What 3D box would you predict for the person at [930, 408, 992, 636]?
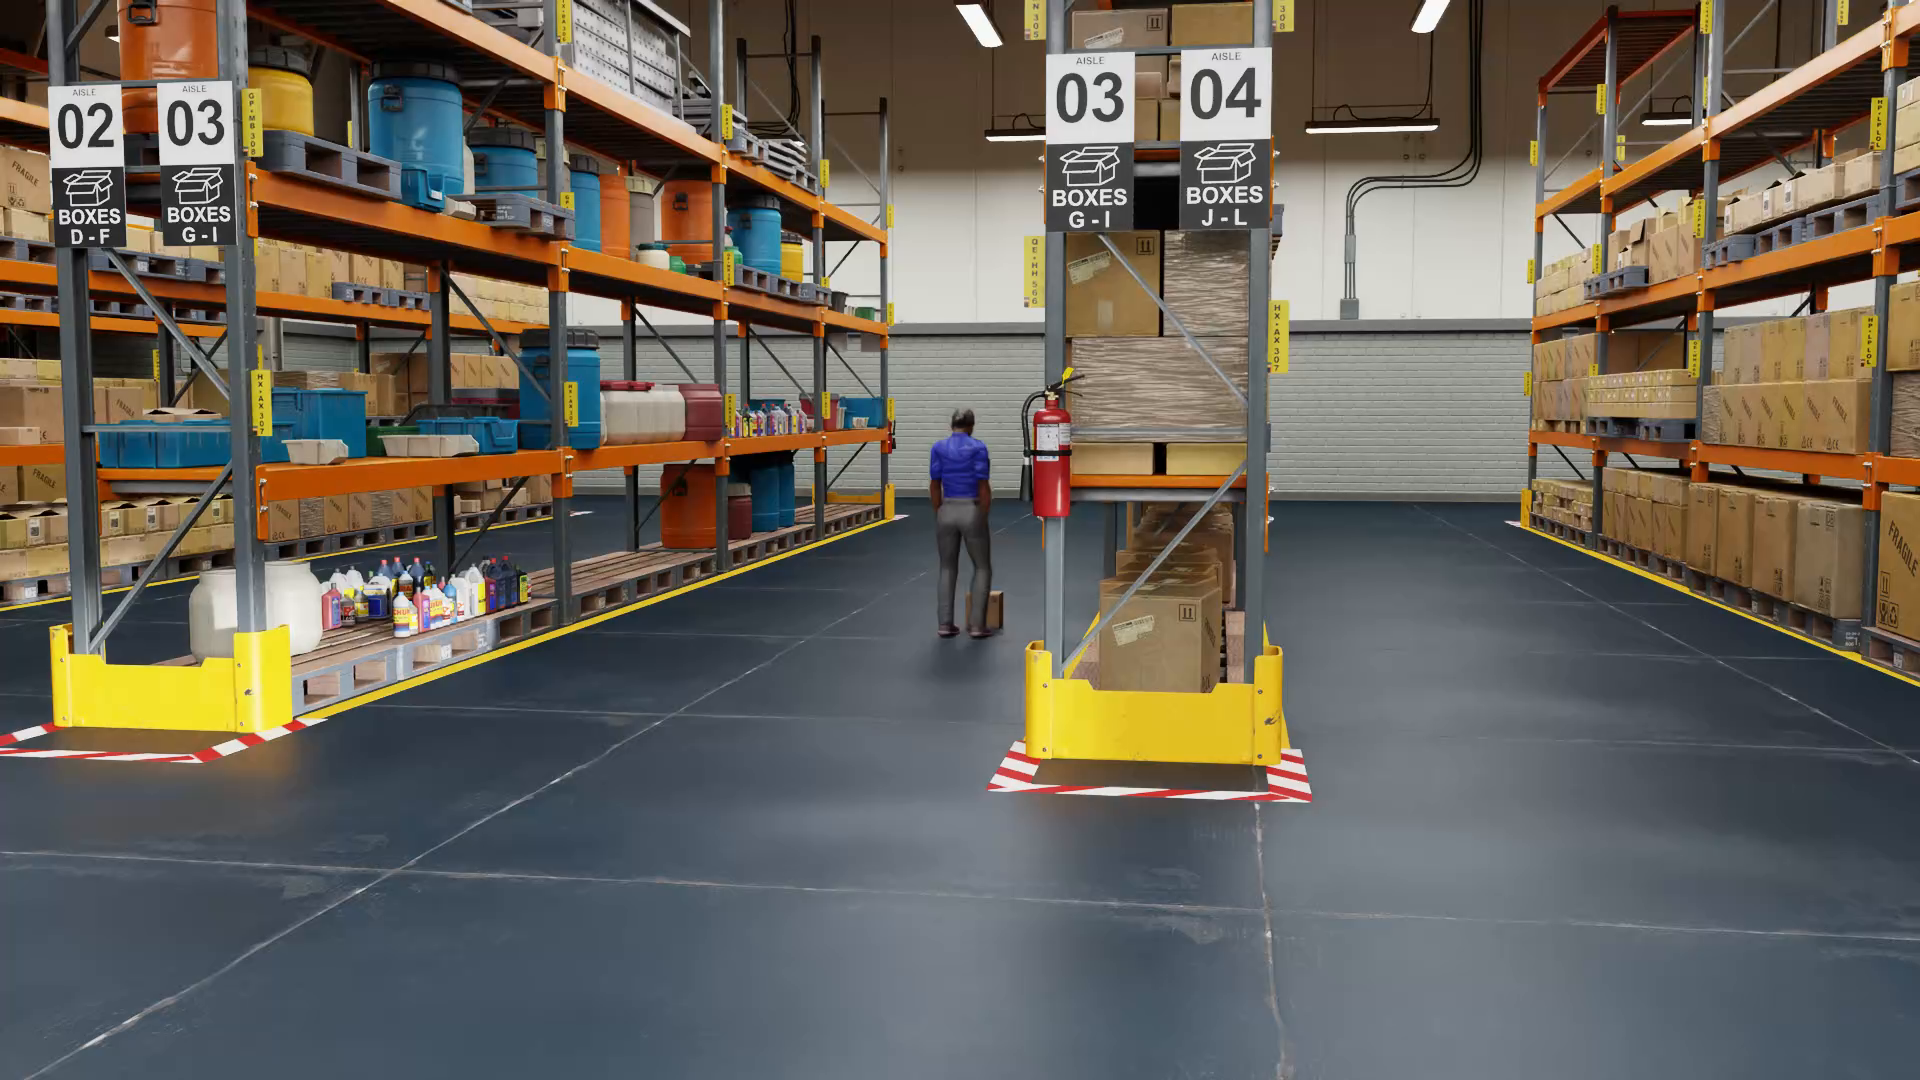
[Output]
[{"bbox_3d":[0.000,-0.122,11.794,0.454,1.618,0.367,2,5,20],"label":"person"}]
